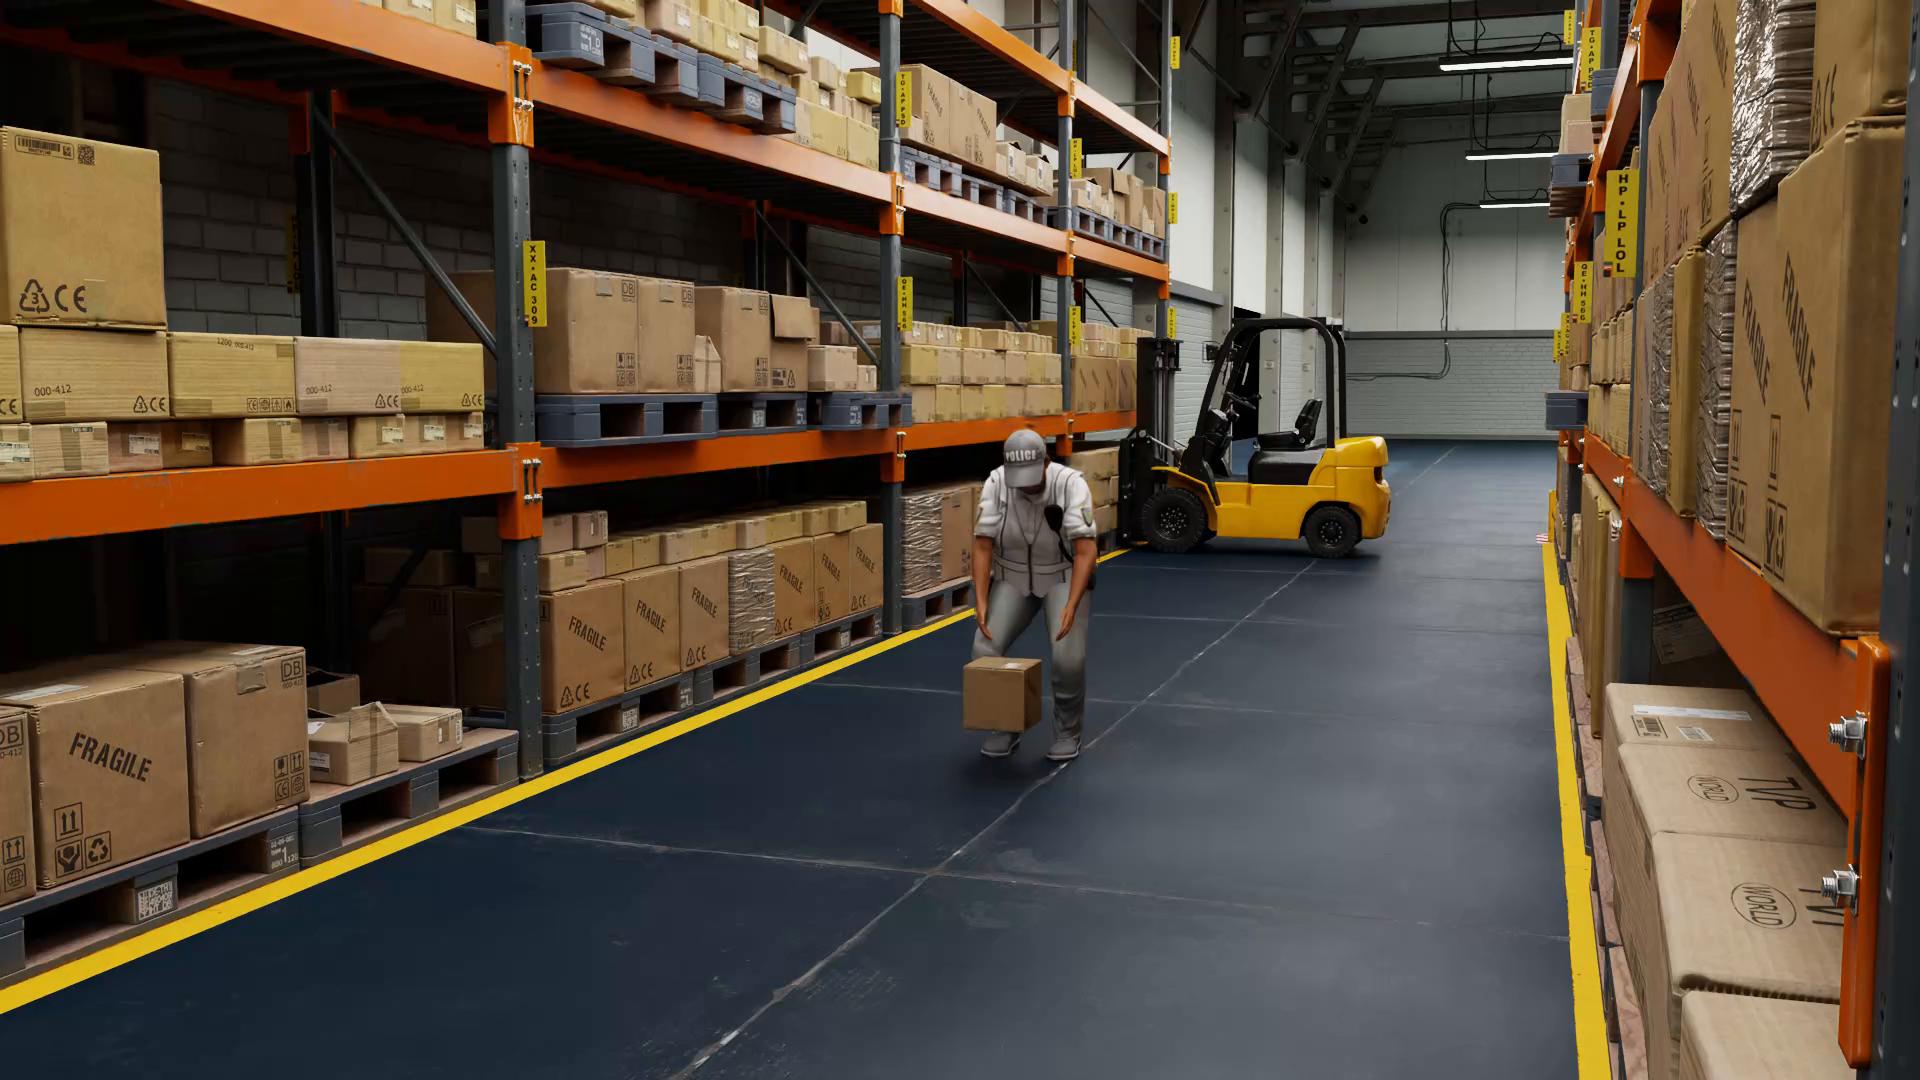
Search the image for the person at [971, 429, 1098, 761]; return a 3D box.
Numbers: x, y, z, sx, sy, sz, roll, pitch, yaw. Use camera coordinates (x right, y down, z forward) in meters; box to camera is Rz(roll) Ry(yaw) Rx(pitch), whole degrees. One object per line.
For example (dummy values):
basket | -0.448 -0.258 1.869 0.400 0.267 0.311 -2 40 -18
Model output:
person | 0.332 0.223 6.939 0.534 1.379 0.727 2 6 19
